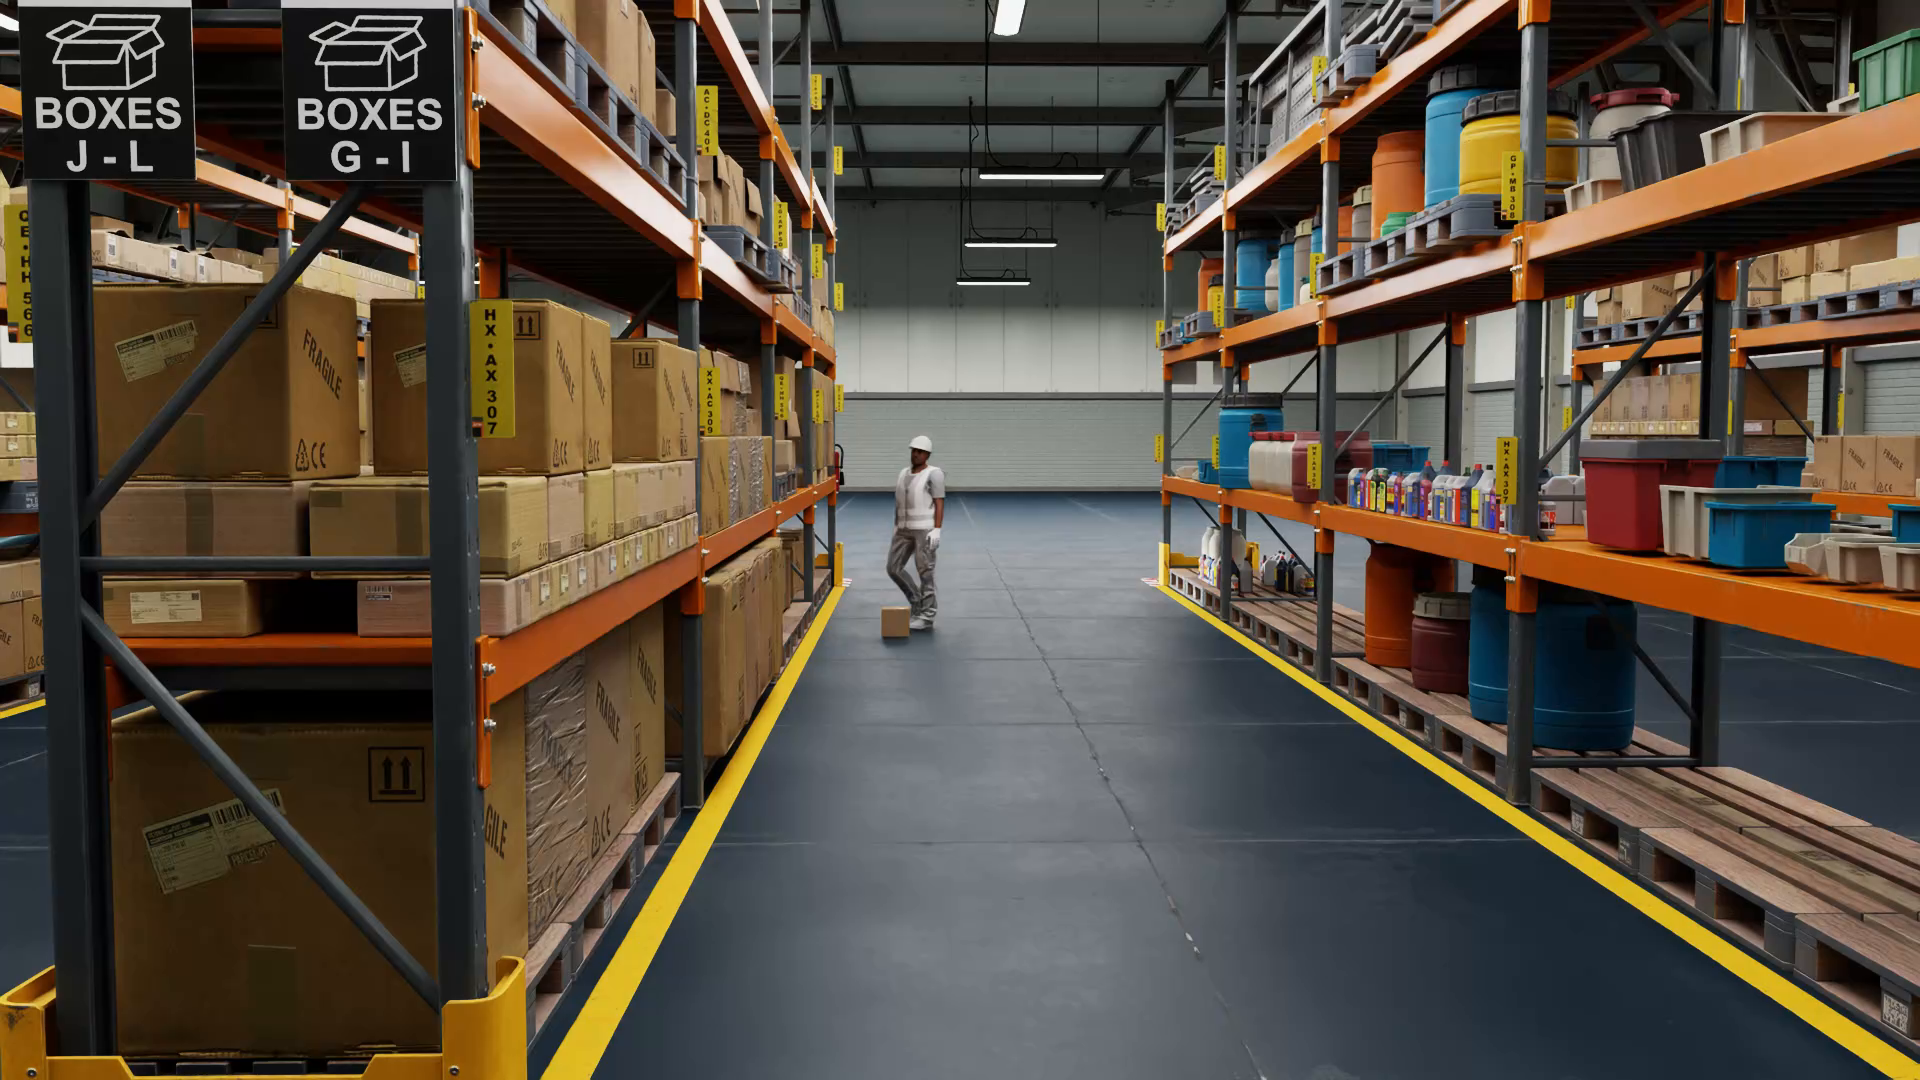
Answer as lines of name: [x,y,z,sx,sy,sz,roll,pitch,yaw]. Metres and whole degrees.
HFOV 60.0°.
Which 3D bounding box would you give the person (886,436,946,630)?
person: [-0.408,-0.077,15.445,0.418,1.783,0.620,-4,5,-44]
